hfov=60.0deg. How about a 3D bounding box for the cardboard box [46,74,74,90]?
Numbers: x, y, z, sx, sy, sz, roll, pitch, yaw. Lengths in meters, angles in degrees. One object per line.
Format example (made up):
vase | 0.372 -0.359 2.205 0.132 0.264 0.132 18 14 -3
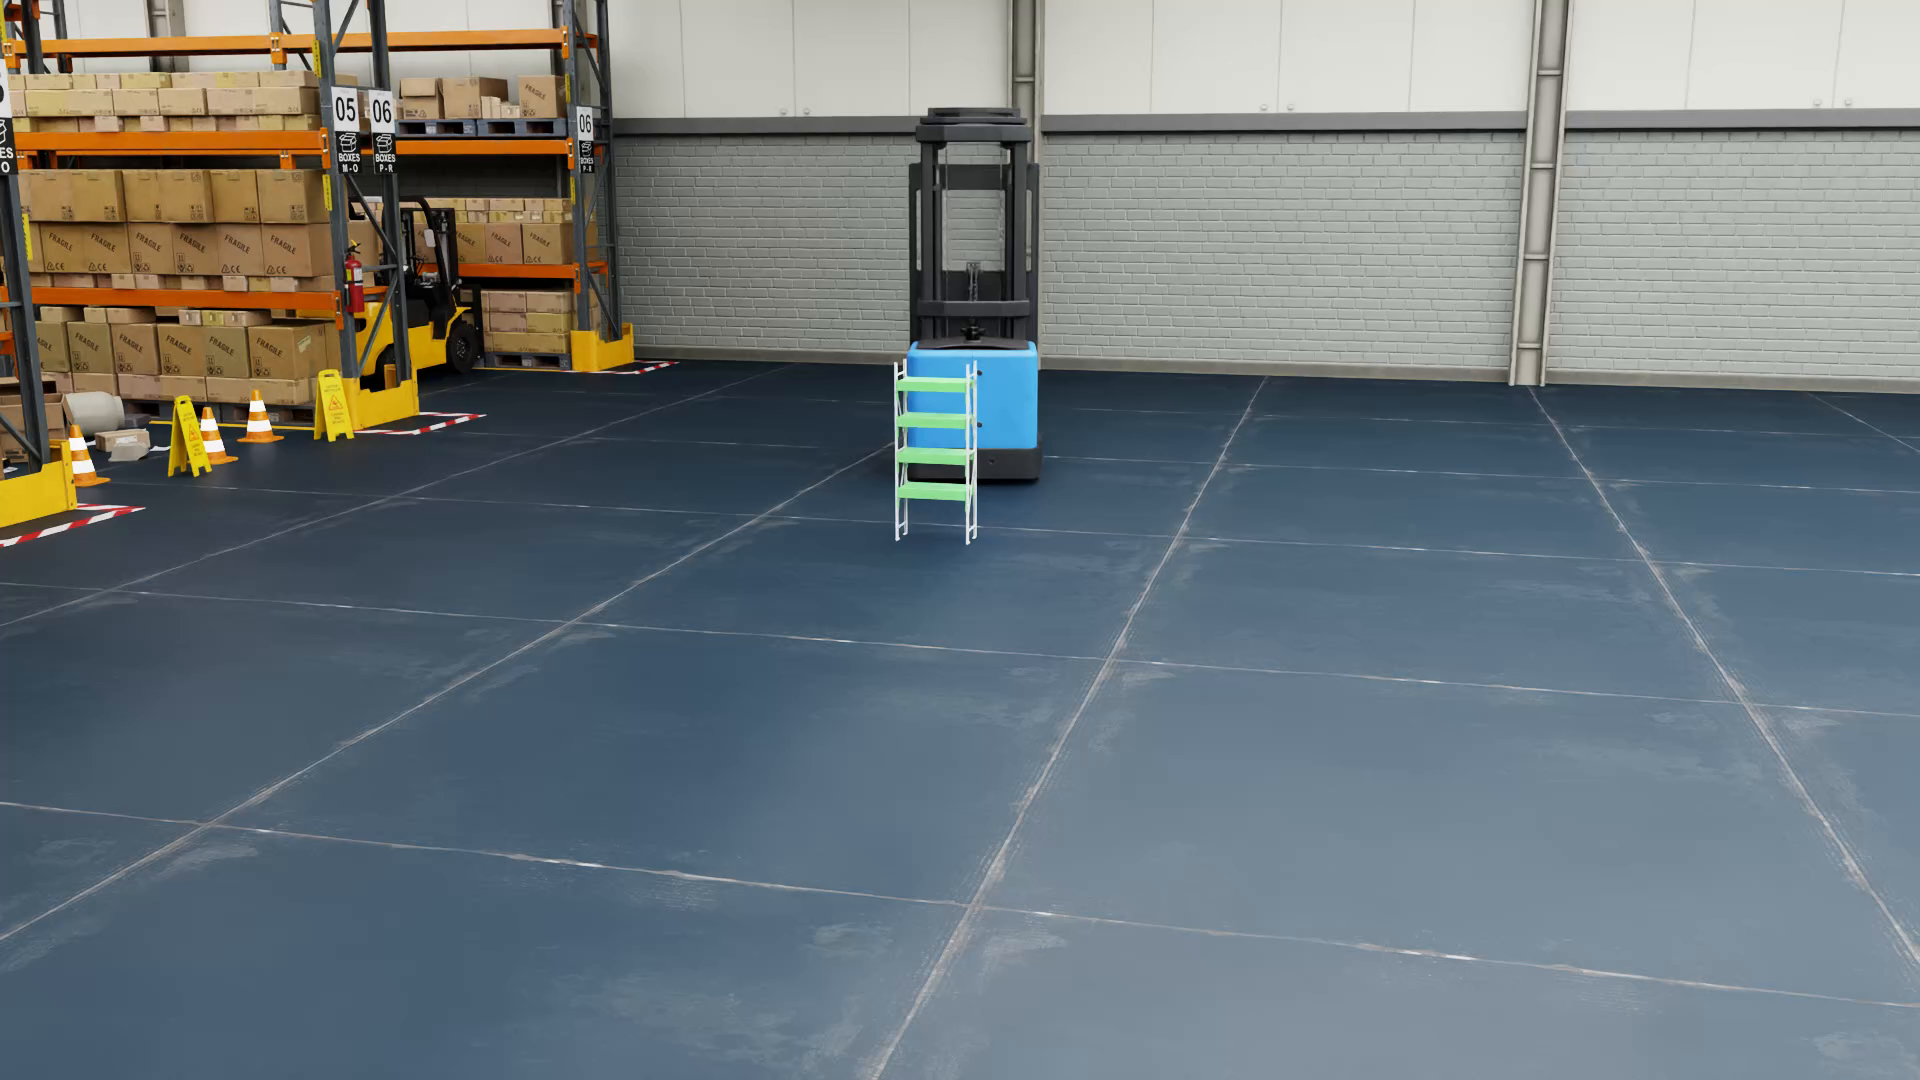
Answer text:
cardboard box | -8.649 -4.453 16.192 0.250 0.149 0.380 3 13 13

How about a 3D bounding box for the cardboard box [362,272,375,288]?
cardboard box | -6.036 -2.580 16.516 0.250 0.149 0.380 3 13 14

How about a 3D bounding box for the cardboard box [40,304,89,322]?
cardboard box | -9.024 -2.288 16.770 0.250 0.149 0.380 3 13 14

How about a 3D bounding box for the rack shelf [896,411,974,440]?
rack shelf | -0.161 -0.766 11.104 0.480 0.148 0.258 3 13 14

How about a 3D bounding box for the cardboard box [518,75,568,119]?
cardboard box | -5.058 -5.424 20.399 0.500 0.500 0.500 3 13 15

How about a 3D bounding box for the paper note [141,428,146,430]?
paper note | -7.883 -1.052 15.906 0.148 0.019 0.142 -1 13 -6

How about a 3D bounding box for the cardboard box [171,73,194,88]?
cardboard box | -7.366 -4.416 16.026 0.250 0.149 0.380 3 13 12

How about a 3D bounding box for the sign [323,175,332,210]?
sign | -5.908 -3.245 15.532 0.005 0.325 0.100 3 13 14

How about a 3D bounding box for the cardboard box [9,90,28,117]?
cardboard box | -9.278 -4.305 16.446 0.500 0.250 0.500 3 13 12

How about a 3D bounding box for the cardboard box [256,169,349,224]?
cardboard box | -6.304 -3.304 15.975 0.500 0.500 0.700 3 13 12

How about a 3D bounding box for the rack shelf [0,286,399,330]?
rack shelf | -7.697 -2.394 16.759 4.000 0.370 1.077 3 13 14

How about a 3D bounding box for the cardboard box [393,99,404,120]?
cardboard box | -7.085 -5.405 20.853 0.258 0.266 0.396 3 13 12

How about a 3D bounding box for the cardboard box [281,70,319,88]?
cardboard box | -6.155 -4.328 15.629 0.250 0.149 0.380 3 13 14

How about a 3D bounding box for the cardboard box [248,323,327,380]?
cardboard box | -6.596 -1.857 16.325 0.500 0.500 0.500 3 13 14

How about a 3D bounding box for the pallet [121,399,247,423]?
pallet | -7.791 -1.397 17.044 1.213 0.211 1.003 3 13 14

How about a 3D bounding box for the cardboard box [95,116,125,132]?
cardboard box | -8.165 -4.037 16.161 0.250 0.149 0.380 3 13 12

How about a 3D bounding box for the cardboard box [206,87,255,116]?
cardboard box | -6.802 -4.177 15.868 0.500 0.250 0.500 3 13 13

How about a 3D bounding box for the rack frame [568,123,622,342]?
rack frame | -4.570 -3.685 20.919 0.127 3.000 1.000 3 13 14

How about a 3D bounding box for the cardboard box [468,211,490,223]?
cardboard box | -5.975 -4.062 20.890 0.250 0.149 0.380 3 13 12

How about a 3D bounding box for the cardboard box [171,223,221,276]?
cardboard box | -7.319 -2.859 16.278 0.500 0.500 0.500 3 13 13

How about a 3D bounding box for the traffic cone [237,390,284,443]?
traffic cone | -6.482 -1.154 15.366 0.334 0.463 0.336 3 13 14

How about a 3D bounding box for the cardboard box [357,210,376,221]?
cardboard box | -7.474 -4.137 21.228 0.250 0.149 0.380 3 13 15

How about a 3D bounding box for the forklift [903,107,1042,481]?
forklift | 0.121 -2.170 14.247 1.130 2.935 3.031 0 13 1

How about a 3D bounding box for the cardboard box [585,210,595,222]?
cardboard box | -4.837 -4.123 21.163 0.250 0.149 0.380 3 13 12

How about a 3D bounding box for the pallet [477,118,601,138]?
pallet | -5.250 -5.149 20.794 1.213 0.211 1.003 3 13 14

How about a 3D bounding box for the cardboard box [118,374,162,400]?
cardboard box | -8.094 -1.572 16.772 0.500 0.250 0.500 3 13 13

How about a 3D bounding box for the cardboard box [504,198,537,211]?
cardboard box | -5.476 -4.184 20.753 0.250 0.149 0.380 3 13 15

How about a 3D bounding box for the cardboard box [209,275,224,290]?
cardboard box | -7.159 -2.551 16.384 0.250 0.149 0.380 3 13 14

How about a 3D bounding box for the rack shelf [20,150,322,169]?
rack shelf | -10.395 -5.110 22.075 4.000 0.370 1.077 3 13 14

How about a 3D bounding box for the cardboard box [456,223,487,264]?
cardboard box | -6.110 -3.760 21.024 0.500 0.500 0.500 3 13 12

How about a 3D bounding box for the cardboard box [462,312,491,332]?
cardboard box | -6.108 -2.802 21.163 0.500 0.250 0.500 3 13 12

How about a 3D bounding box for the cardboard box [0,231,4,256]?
cardboard box | -7.195 -2.223 11.488 0.550 0.550 0.875 3 13 14

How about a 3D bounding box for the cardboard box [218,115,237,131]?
cardboard box | -6.898 -3.997 15.978 0.250 0.149 0.380 3 13 14

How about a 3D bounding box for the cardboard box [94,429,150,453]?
cardboard box | -7.512 -0.893 14.914 0.250 0.149 0.380 12 17 43

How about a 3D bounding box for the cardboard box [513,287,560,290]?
cardboard box | -5.477 -3.126 21.468 0.500 0.250 0.500 3 13 14

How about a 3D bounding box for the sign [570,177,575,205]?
sign | -4.714 -4.253 20.257 0.005 0.325 0.100 3 13 14

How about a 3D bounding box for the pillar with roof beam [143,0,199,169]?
pillar with roof beam | -11.887 -6.246 18.609 0.400 9.000 9.100 3 13 14

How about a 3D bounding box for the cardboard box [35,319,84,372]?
cardboard box | -9.131 -1.990 16.926 0.500 0.500 0.500 4 13 16

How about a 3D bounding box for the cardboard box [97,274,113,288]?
cardboard box | -8.389 -2.605 16.632 0.250 0.149 0.380 3 13 13

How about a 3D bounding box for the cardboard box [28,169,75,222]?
cardboard box | -8.773 -3.431 16.549 0.500 0.500 0.700 3 13 14

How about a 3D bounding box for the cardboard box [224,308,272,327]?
cardboard box | -6.969 -2.178 16.277 0.250 0.149 0.380 3 13 15

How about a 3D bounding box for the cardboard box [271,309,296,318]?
cardboard box | -8.963 -2.963 22.178 0.625 0.625 0.875 4 13 16

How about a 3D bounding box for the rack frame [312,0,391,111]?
rack frame | -5.756 -5.570 15.564 0.127 3.000 1.000 3 13 14

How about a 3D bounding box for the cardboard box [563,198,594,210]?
cardboard box | -4.845 -4.258 21.087 0.250 0.149 0.380 3 13 12

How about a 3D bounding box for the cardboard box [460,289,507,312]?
cardboard box | -6.081 -3.044 21.097 0.500 0.250 0.500 3 13 14

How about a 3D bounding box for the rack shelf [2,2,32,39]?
rack shelf | -11.581 -5.335 17.088 4.000 0.370 1.077 3 13 14

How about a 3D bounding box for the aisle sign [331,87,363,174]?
aisle sign | -5.765 -3.846 15.642 0.004 0.787 0.394 3 13 14

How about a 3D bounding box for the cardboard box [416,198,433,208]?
cardboard box | -6.699 -4.265 21.118 0.250 0.149 0.380 3 13 14

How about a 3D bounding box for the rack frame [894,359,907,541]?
rack frame | -0.398 -0.607 11.200 0.015 1.200 0.240 3 13 14

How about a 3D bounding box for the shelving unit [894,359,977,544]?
shelving unit | -0.161 -0.594 11.143 0.503 1.200 0.258 3 13 14
